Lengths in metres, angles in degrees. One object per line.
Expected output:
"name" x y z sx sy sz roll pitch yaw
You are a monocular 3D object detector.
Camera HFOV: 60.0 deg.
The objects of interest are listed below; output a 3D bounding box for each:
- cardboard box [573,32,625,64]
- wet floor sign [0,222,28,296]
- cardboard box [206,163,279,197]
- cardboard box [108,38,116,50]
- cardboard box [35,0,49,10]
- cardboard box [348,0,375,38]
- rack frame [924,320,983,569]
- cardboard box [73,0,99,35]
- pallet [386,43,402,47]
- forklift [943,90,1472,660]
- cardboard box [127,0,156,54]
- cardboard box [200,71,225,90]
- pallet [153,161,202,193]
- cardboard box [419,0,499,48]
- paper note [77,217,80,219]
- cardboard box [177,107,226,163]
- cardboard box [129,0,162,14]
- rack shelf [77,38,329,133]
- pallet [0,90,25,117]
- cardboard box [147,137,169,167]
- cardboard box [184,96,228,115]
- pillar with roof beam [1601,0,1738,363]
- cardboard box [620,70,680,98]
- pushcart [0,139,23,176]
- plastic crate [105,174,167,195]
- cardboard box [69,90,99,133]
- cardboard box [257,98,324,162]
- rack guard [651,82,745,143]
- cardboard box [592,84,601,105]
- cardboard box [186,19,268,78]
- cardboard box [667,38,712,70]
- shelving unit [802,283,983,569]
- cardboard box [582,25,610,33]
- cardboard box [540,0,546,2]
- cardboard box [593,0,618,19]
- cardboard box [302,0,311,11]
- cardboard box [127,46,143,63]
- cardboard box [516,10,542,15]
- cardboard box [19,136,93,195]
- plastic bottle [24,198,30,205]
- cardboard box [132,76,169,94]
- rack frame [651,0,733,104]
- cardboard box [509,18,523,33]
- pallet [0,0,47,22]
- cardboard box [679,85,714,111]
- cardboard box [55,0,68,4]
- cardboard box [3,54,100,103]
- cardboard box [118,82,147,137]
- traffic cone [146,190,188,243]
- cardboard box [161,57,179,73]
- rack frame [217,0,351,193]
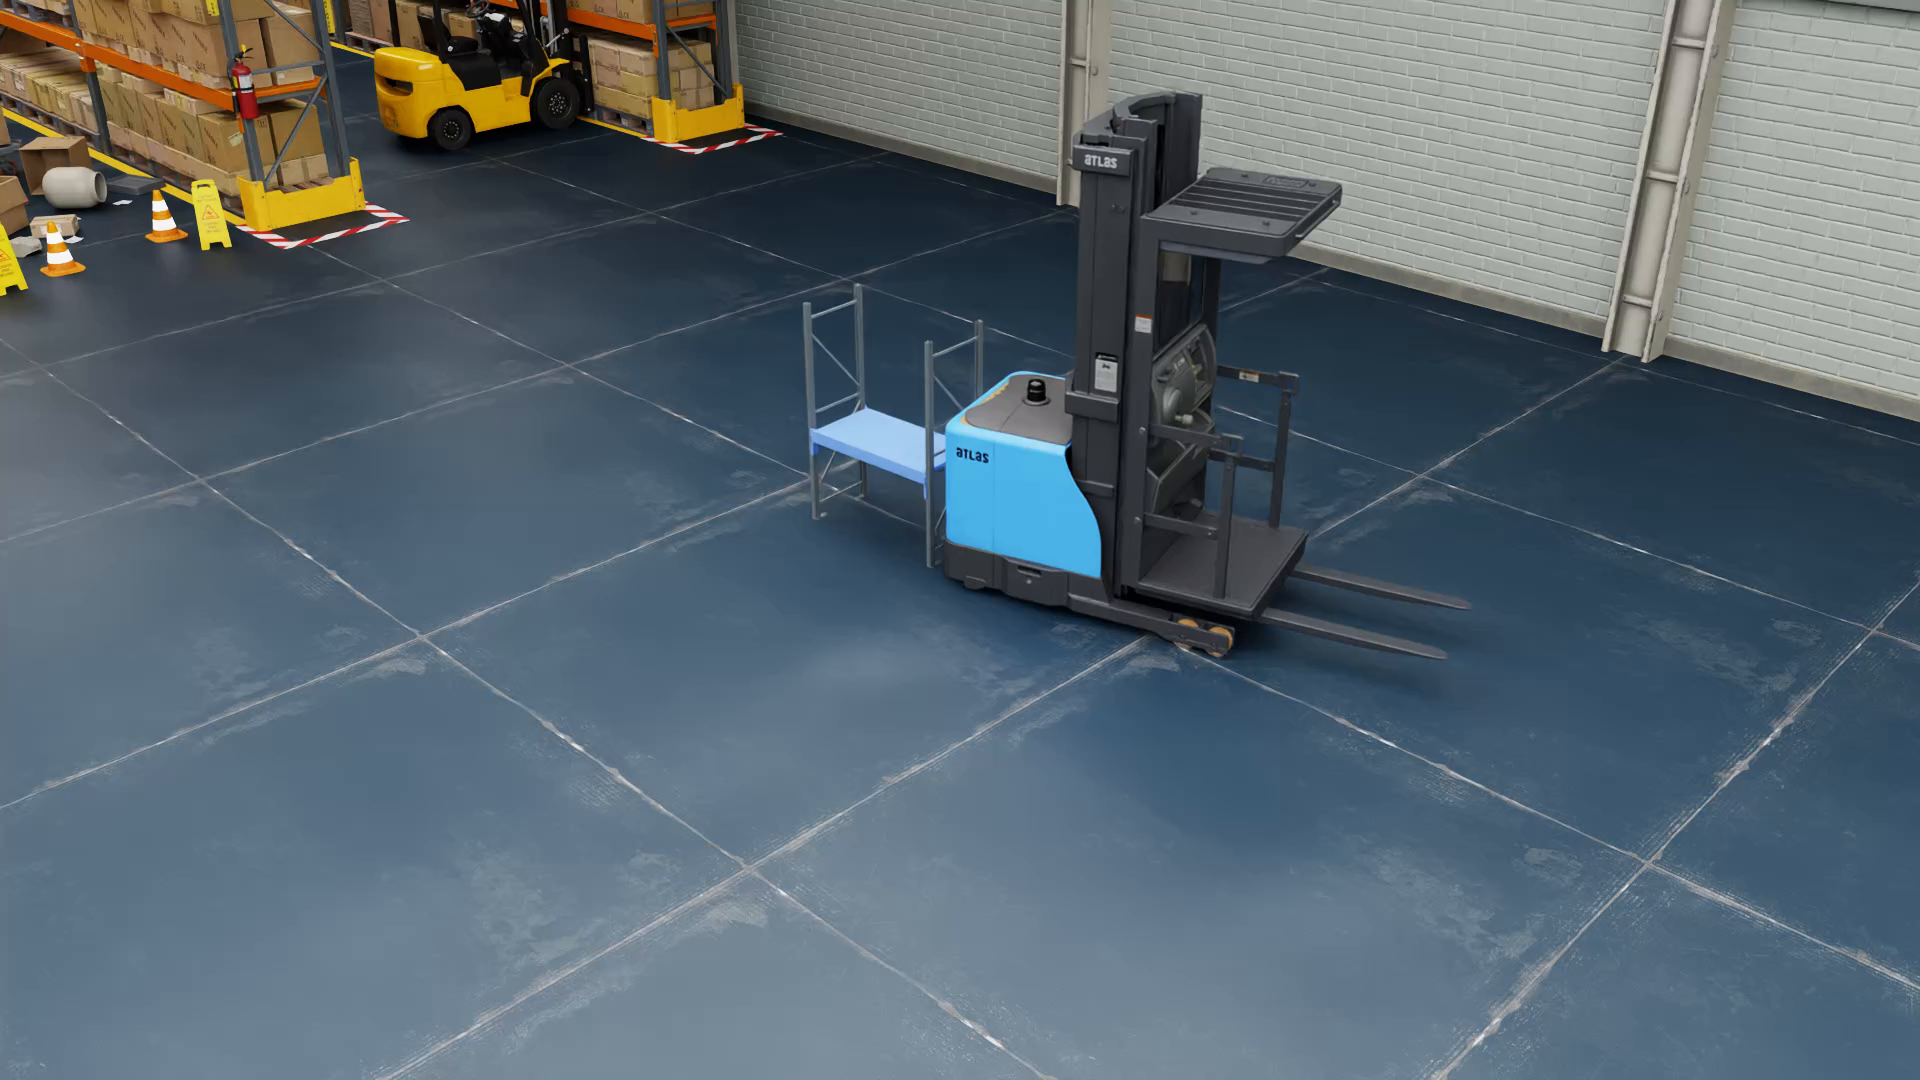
"cardboard box" -4.440 -6.051 20.457 0.500 0.250 0.500 -25 37 -39
"wet floor sign" -8.625 -2.548 14.896 0.232 0.644 0.267 18 33 30
"cardboard box" -7.418 -3.769 17.192 0.500 0.250 0.500 24 36 38
"cardboard box" -9.061 -5.461 18.176 0.250 0.149 0.380 24 36 38
"cardboard box" -10.433 -6.238 19.203 0.250 0.149 0.380 24 36 38
"cardboard box" -8.427 -7.804 24.462 0.875 0.625 0.625 -24 36 -38
"rack frame" -0.034 -0.577 10.230 0.032 1.500 0.500 22 35 35
"cardboard box" -9.369 -5.863 18.244 0.500 0.500 0.500 24 36 38
"pallet" -7.437 -6.963 23.759 1.213 0.211 1.003 25 36 38
"forklift" 1.448 -0.916 9.335 3.031 2.935 1.130 14 31 24
"cardboard box" -8.272 -5.381 17.326 0.500 0.500 0.500 -25 37 -39
"cardboard box" -7.310 -4.604 16.546 0.250 0.149 0.380 24 36 38
"pallet" -8.110 -4.084 18.283 1.213 0.211 1.003 25 36 38
"cardboard box" -6.938 -7.129 23.178 0.625 0.625 0.875 24 36 38
"paper note" -9.025 -3.292 16.993 0.123 0.001 0.032 25 36 38
"cardboard box" -7.764 -4.263 17.325 0.500 0.500 0.500 -24 36 -37
"cardboard box" -7.944 -5.631 16.727 0.500 0.500 0.700 24 36 38
"rack shelf" -8.062 -4.952 17.712 4.000 0.370 1.077 25 36 38
"pallet" -11.784 -5.739 21.430 1.213 0.211 1.003 25 36 38
"cardboard box" -8.488 -4.267 18.139 0.500 0.250 0.500 24 36 38
"cardboard box" -7.698 -4.478 17.038 0.380 0.149 0.250 -24 36 -38
"pillar with roof beam" 2.516 -4.104 8.879 0.400 9.000 9.100 25 36 38
"cardboard box" -3.724 -5.512 19.969 0.500 0.250 0.500 24 36 38
"pushcart" -11.051 -3.990 17.925 0.936 0.377 1.648 12 30 22
"plastic crate" -8.943 -3.847 17.973 0.583 0.080 0.402 12 30 22
"cardboard box" -9.863 -5.116 19.623 0.950 0.372 0.625 -25 37 -39
"cardboard box" -7.034 -4.281 17.360 0.500 0.500 0.500 23 36 37
"rack guard" -3.141 -5.152 20.005 0.348 0.500 1.175 25 36 38
"cardboard box" -4.413 -5.616 20.703 0.500 0.250 0.500 -25 37 -39
"cardboard box" -7.216 -4.880 16.373 0.500 0.500 0.500 24 36 38
"cardboard box" -3.368 -5.898 20.165 0.500 0.250 0.500 24 36 38
"shelving unit" -0.419 -0.732 10.524 1.048 1.500 0.538 22 35 35
"cardboard box" -4.437 -6.396 21.113 0.500 0.250 0.500 24 36 37
"cardboard box" -5.132 -7.055 20.831 0.500 0.500 0.500 24 36 38
"cardboard box" -4.057 -6.557 19.882 0.500 0.500 0.500 -24 36 -38
"cardboard box" -9.664 -8.190 25.330 0.500 0.500 0.500 24 36 38
"cardboard box" -8.582 -5.182 17.646 0.250 0.149 0.380 25 37 39
"cardboard box" -5.524 -6.887 22.046 0.500 0.250 0.500 -24 36 -38
"cardboard box" -9.678 -4.017 17.843 0.500 0.500 0.500 -3 28 -5
"plastic bottle" -9.882 -3.579 17.485 0.133 0.061 0.283 -18 33 -31
"cardboard box" -8.647 -4.914 17.867 0.380 0.149 0.250 -23 35 -36
"rack frame" -3.158 -6.267 19.438 0.127 3.000 1.000 25 36 38
"cardboard box" -5.528 -6.551 21.408 0.500 0.250 0.500 25 36 38
"pallet" -10.900 -6.511 20.109 1.213 0.211 1.003 25 36 38
"cardboard box" -3.371 -5.461 20.409 0.500 0.250 0.500 25 37 39
"cardboard box" -9.978 -6.360 18.737 0.500 0.500 0.500 24 36 38
"cardboard box" -11.412 -5.825 20.971 0.625 0.372 0.950 24 36 37
"cardboard box" -8.866 -4.771 18.292 0.500 0.500 0.500 -24 36 -37
"traffic cone" -7.846 -3.207 16.346 0.334 0.463 0.336 25 36 38
"cardboard box" -8.013 -4.952 17.208 0.250 0.149 0.380 24 36 38
"rack frame" -6.635 -4.618 16.303 0.127 3.000 1.000 25 36 38
